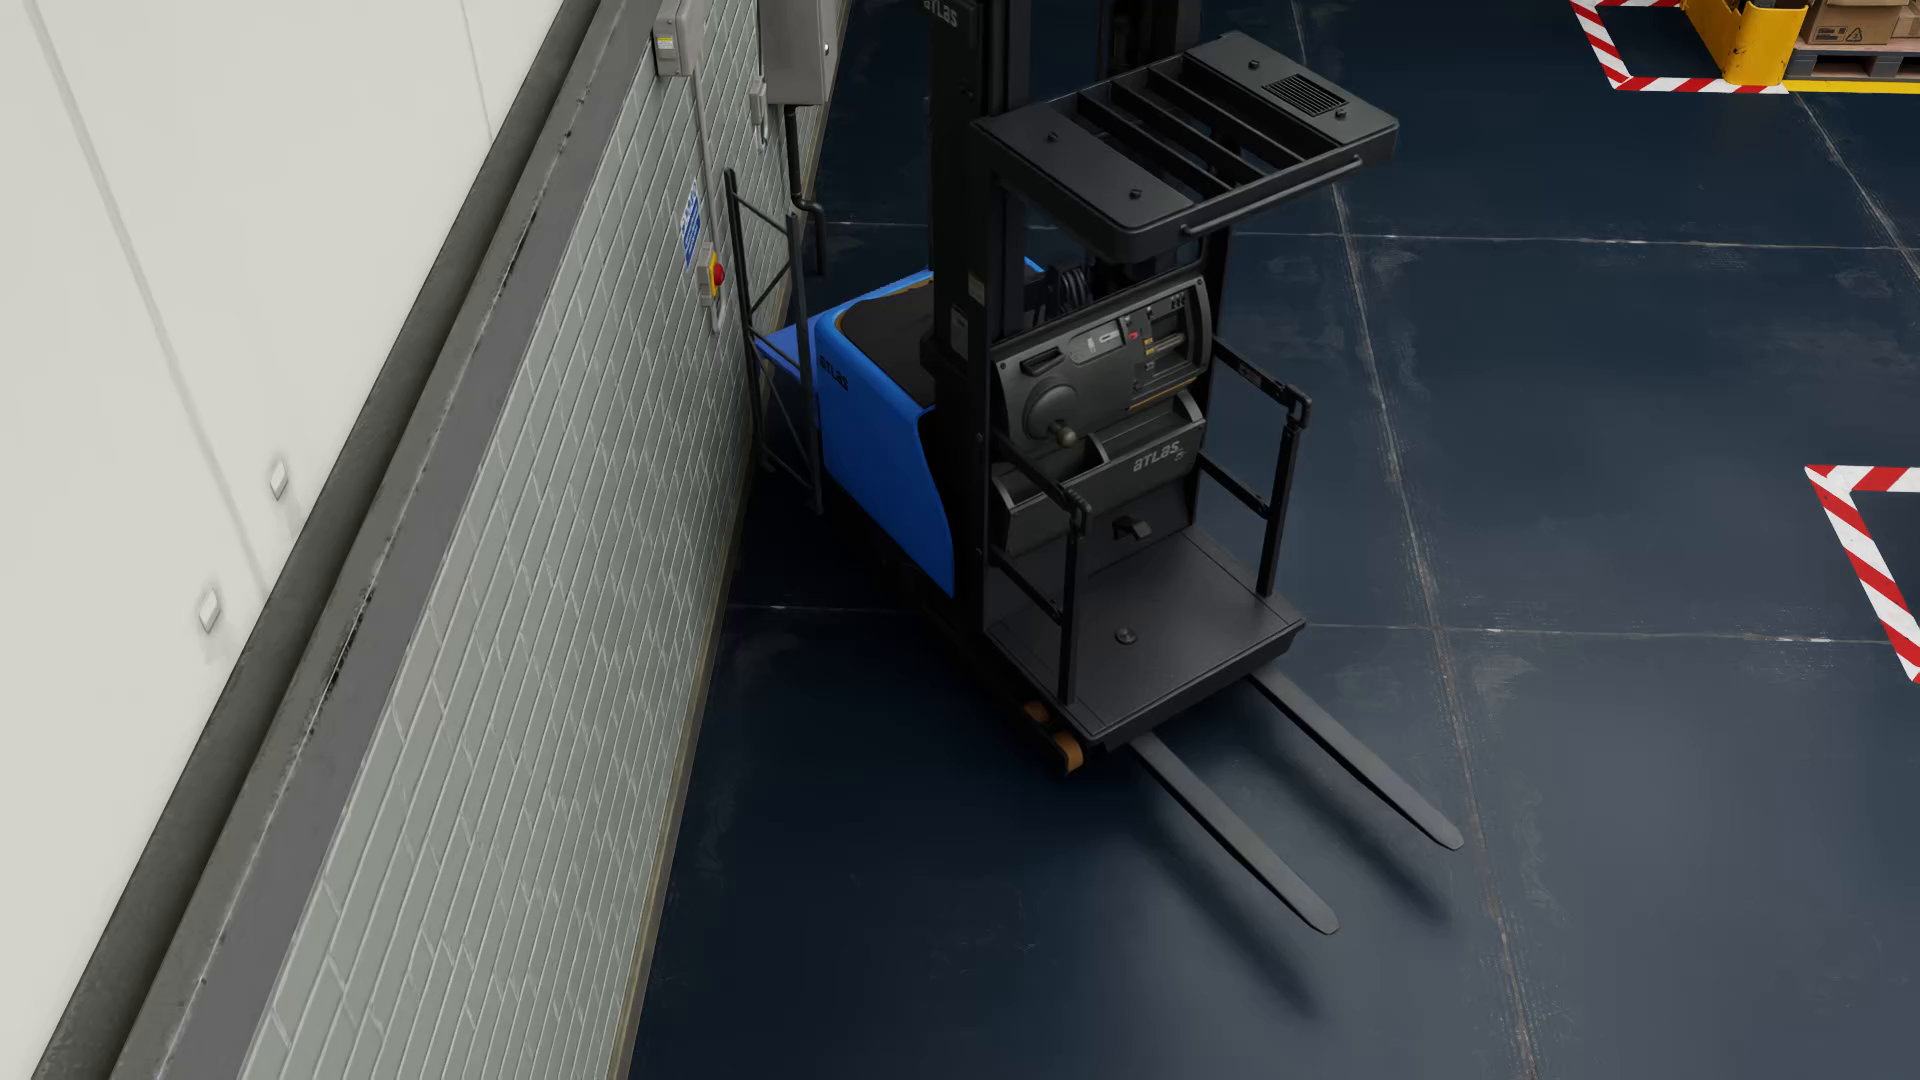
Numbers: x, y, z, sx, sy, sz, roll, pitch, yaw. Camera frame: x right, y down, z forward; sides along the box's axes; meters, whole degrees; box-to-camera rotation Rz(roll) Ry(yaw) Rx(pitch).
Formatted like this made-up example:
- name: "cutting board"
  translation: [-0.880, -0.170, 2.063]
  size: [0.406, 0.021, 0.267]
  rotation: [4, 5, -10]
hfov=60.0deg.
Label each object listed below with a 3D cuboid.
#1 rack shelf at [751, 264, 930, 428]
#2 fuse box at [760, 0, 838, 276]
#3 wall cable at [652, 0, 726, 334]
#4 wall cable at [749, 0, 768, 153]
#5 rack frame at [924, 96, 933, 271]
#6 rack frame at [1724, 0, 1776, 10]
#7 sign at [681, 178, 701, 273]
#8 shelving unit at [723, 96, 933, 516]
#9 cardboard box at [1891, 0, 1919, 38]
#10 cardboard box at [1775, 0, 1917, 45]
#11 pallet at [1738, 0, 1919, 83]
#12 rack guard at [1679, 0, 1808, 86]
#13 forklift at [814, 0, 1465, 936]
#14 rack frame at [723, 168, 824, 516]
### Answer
- name: "rack shelf"
  translation: [-0.378, -0.880, 7.421]
  size: [1.000, 0.185, 0.538]
  rotation: [-27, 47, -27]
- name: "fuse box"
  translation: [-0.699, -2.064, 8.296]
  size: [0.414, 1.711, 0.539]
  rotation: [2, 43, 2]
- name: "wall cable"
  translation: [-0.939, -1.493, 5.969]
  size: [0.123, 1.953, 0.585]
  rotation: [2, 43, 2]
- name: "wall cable"
  translation: [-0.887, -2.447, 7.017]
  size: [0.122, 1.984, 0.588]
  rotation: [2, 43, 2]
- name: "rack frame"
  translation: [0.020, -1.225, 7.538]
  size: [0.032, 1.500, 0.500]
  rotation: [-27, 47, -27]
- name: "rack frame"
  translation: [4.915, -4.332, 9.785]
  size: [0.127, 3.000, 1.000]
  rotation: [2, 43, 2]
- name: "sign"
  translation: [-1.002, -1.177, 6.201]
  size: [0.001, 0.218, 0.327]
  rotation: [2, 43, 2]
- name: "shelving unit"
  translation: [-0.381, -1.016, 7.304]
  size: [1.048, 1.500, 0.538]
  rotation: [-27, 47, -27]
- name: "cardboard box"
  translation: [5.944, -3.320, 10.482]
  size: [0.250, 0.149, 0.380]
  rotation: [0, 43, 0]
- name: "cardboard box"
  translation: [5.522, -3.489, 10.404]
  size: [0.637, 0.503, 0.797]
  rotation: [0, 43, 0]
- name: "pallet"
  translation: [5.787, -3.286, 10.708]
  size: [1.213, 0.211, 1.003]
  rotation: [2, 43, 2]
- name: "rack guard"
  translation: [4.991, -3.416, 10.635]
  size: [0.348, 0.500, 1.175]
  rotation: [2, 43, 2]
- name: "forklift"
  translation: [0.645, -0.557, 5.783]
  size: [1.130, 2.935, 3.031]
  rotation: [-25, 49, -25]
- name: "rack frame"
  translation: [-0.782, -0.808, 7.070]
  size: [0.032, 1.500, 0.500]
  rotation: [-27, 47, -27]
